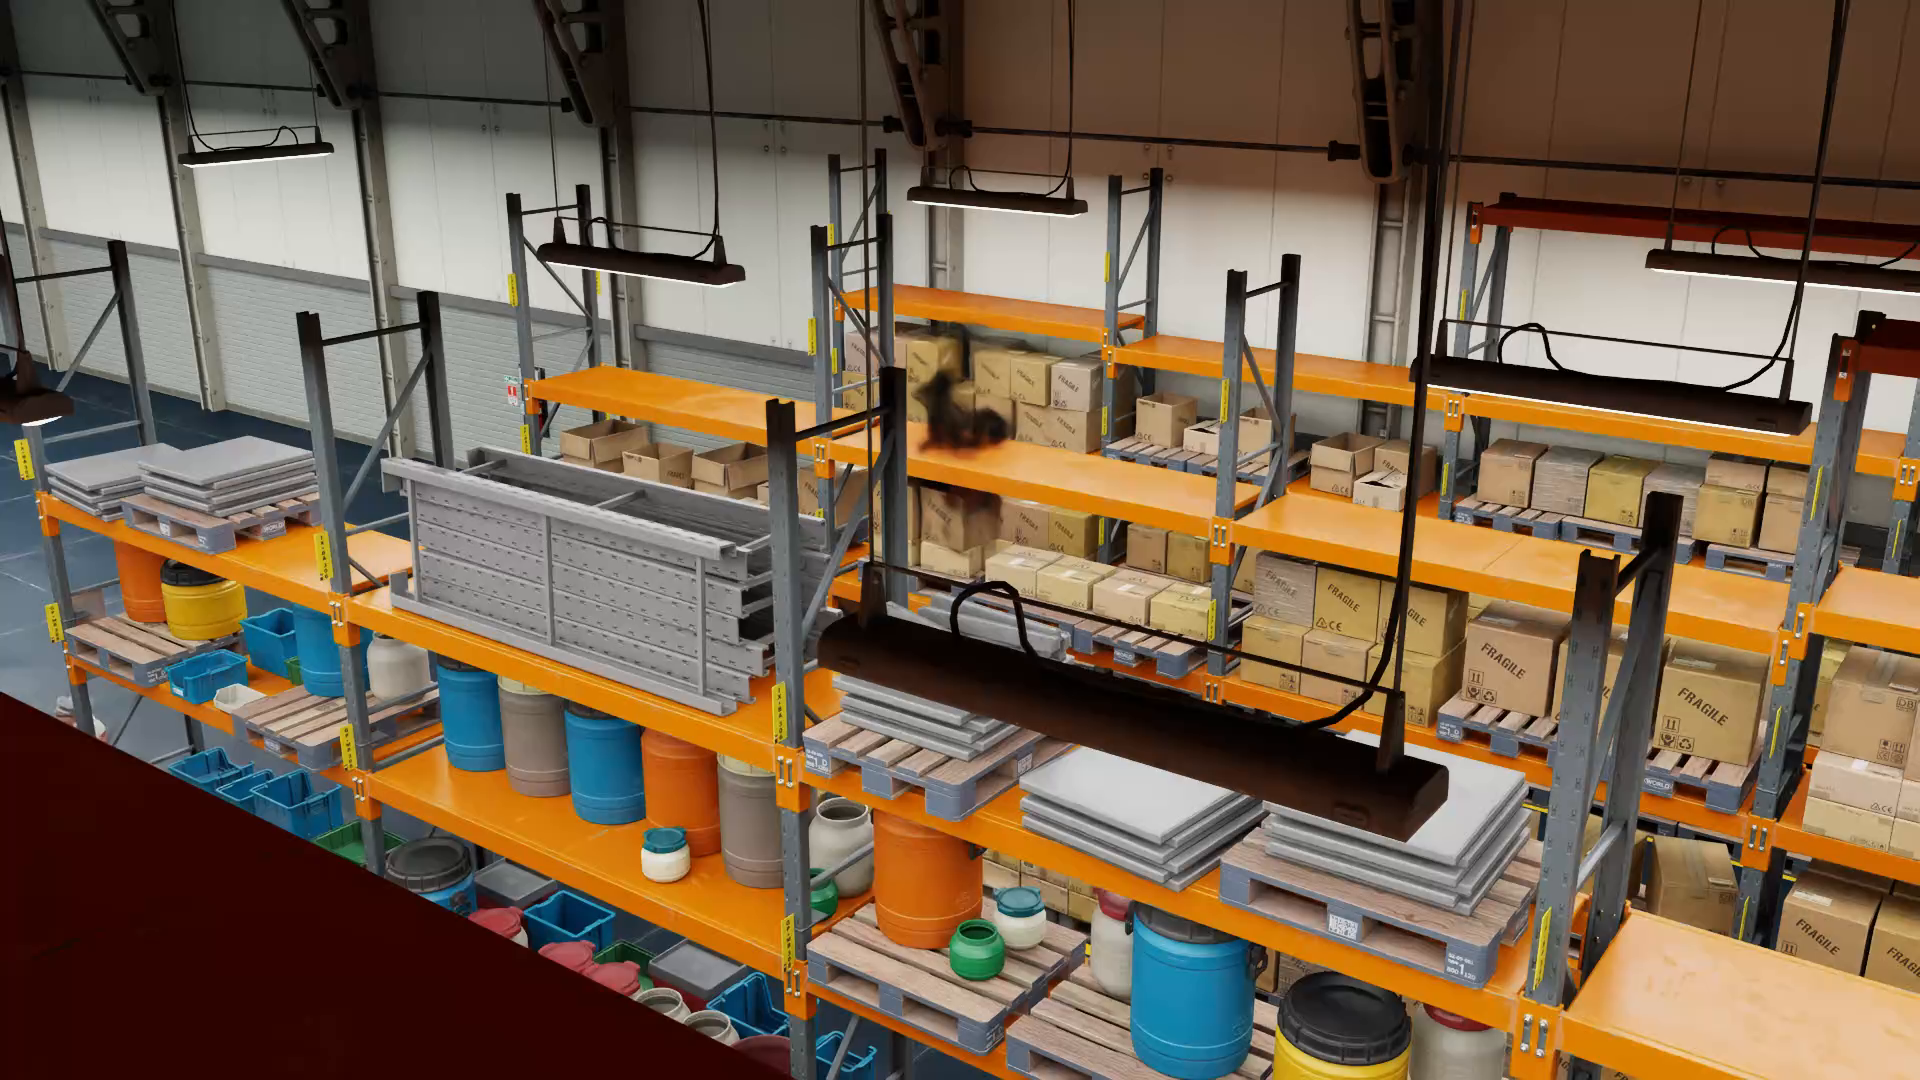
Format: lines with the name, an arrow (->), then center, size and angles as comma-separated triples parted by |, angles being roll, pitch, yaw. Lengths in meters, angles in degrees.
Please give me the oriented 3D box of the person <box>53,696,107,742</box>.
person -> -8.171, 2.253, 15.667 | 0.555, 1.734, 0.690 | -5, 19, -16
